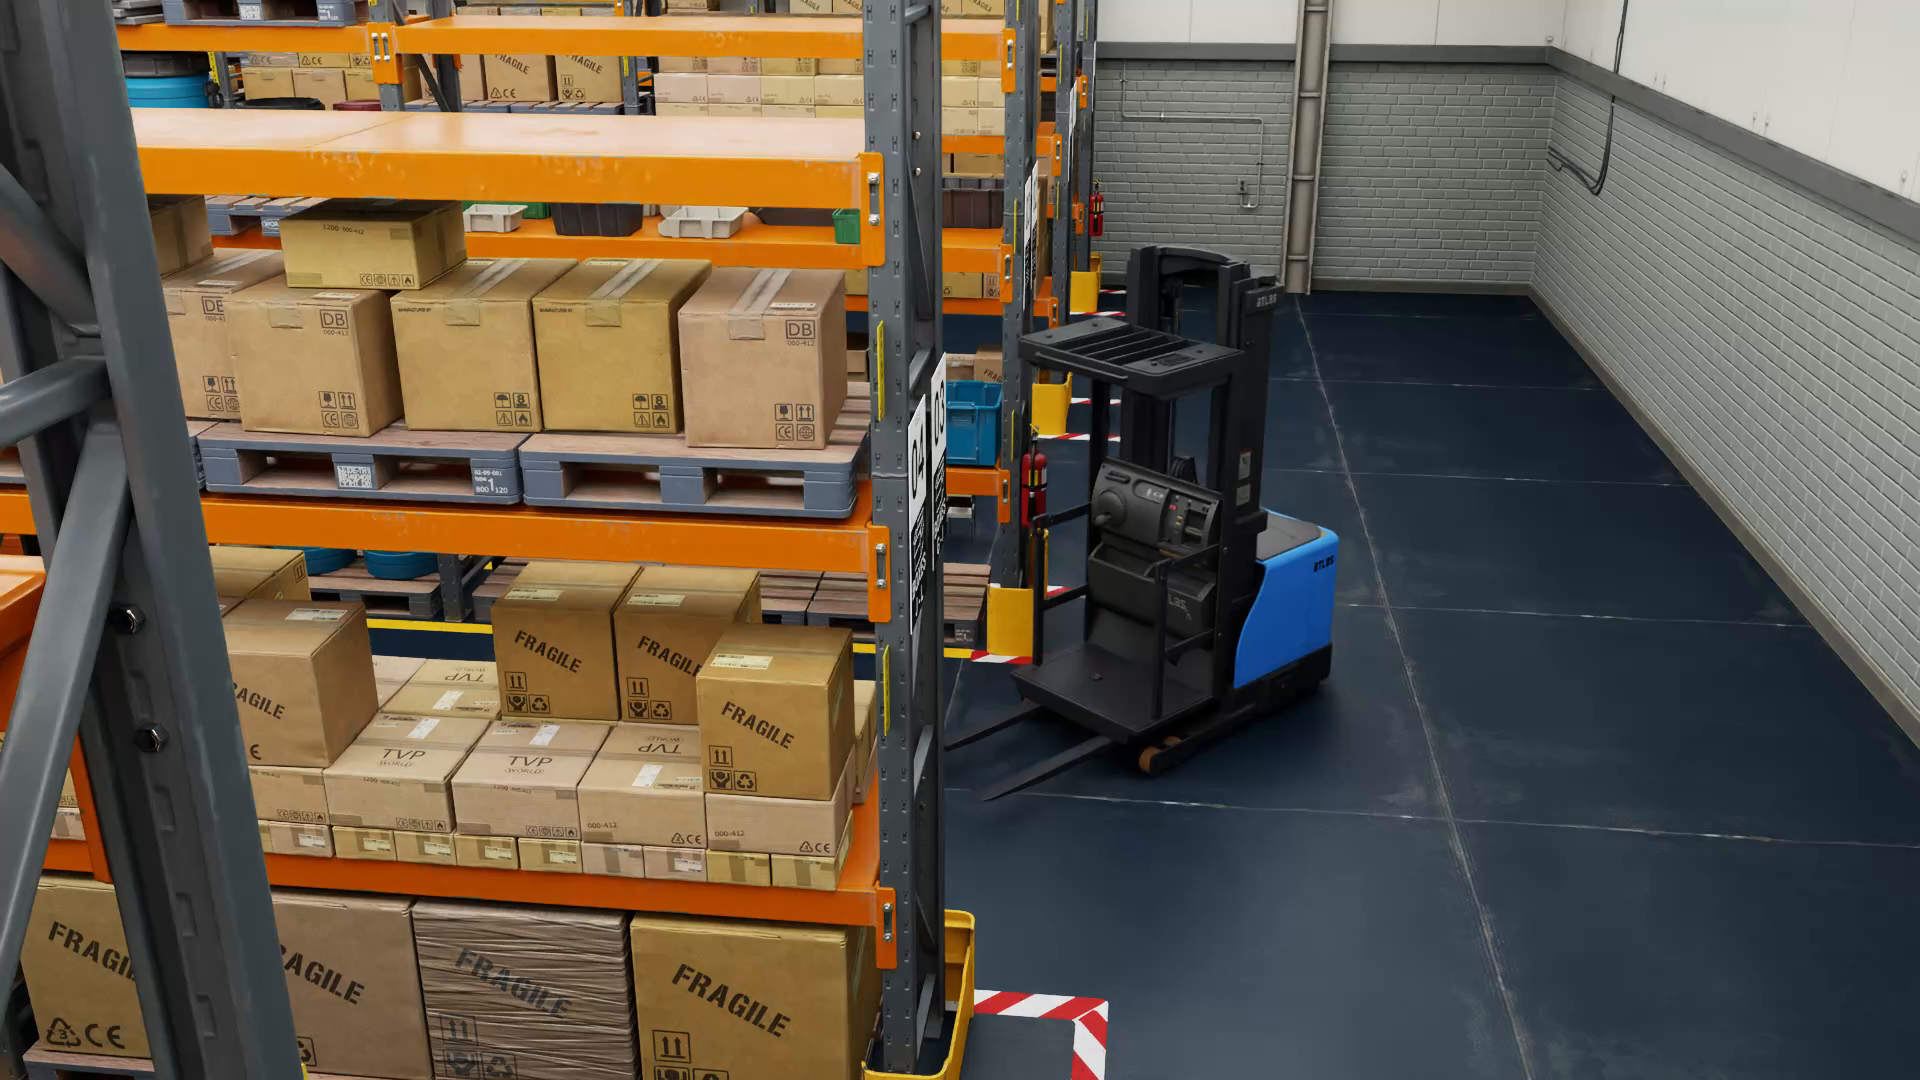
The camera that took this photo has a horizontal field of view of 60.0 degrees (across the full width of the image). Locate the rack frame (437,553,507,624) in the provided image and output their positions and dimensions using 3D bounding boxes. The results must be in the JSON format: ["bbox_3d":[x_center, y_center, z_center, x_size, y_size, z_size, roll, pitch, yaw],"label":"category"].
[{"bbox_3d":[-3.579,-0.981,11.840,0.127,3.000,1.000,2,22,6],"label":"rack frame"}]

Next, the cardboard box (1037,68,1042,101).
[{"bbox_3d":[0.501,-4.291,15.657,0.500,0.250,0.500,2,22,6],"label":"cardboard box"}]

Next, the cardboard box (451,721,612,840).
[{"bbox_3d":[-1.711,0.964,6.721,0.500,0.250,0.500,2,22,4],"label":"cardboard box"}]

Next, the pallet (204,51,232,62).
[{"bbox_3d":[-9.757,-6.186,21.182,1.003,0.211,1.213,2,22,6],"label":"pallet"}]

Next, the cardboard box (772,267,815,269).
[{"bbox_3d":[-1.513,-2.670,15.979,0.500,0.500,0.500,2,22,6],"label":"cardboard box"}]

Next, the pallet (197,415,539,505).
[{"bbox_3d":[-2.142,-0.433,6.496,1.213,0.211,1.003,2,22,6],"label":"pallet"}]

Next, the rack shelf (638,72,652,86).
[{"bbox_3d":[-4.399,-5.745,20.789,4.000,0.370,1.077,2,22,6],"label":"rack shelf"}]

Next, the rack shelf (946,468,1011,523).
[{"bbox_3d":[-1.593,-0.560,11.754,4.000,0.370,1.077,2,22,6],"label":"rack shelf"}]

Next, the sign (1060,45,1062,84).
[{"bbox_3d":[0.895,-4.221,14.752,0.005,0.325,0.100,2,22,6],"label":"sign"}]

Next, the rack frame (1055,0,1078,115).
[{"bbox_3d":[0.980,-5.406,14.874,0.127,3.000,1.000,2,22,6],"label":"rack frame"}]

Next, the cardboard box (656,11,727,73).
[{"bbox_3d":[-2.505,-4.688,15.643,0.500,0.500,0.700,2,22,6],"label":"cardboard box"}]

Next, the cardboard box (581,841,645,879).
[{"bbox_3d":[-1.338,1.189,6.693,0.250,0.149,0.380,3,22,7],"label":"cardboard box"}]

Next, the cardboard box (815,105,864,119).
[{"bbox_3d":[-1.049,-3.937,15.443,0.500,0.250,0.500,2,22,6],"label":"cardboard box"}]

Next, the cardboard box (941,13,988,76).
[{"bbox_3d":[-0.018,-4.591,15.397,0.500,0.500,0.700,2,22,6],"label":"cardboard box"}]

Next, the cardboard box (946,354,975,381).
[{"bbox_3d":[-0.023,-1.690,16.777,0.500,0.250,0.500,2,22,6],"label":"cardboard box"}]

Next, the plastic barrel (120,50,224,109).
[{"bbox_3d":[-5.291,-2.822,11.165,0.708,0.901,0.600,2,22,6],"label":"plastic barrel"}]

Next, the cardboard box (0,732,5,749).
[{"bbox_3d":[-3.716,0.524,6.813,0.500,0.500,0.500,2,22,6],"label":"cardboard box"}]

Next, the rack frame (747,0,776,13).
[{"bbox_3d":[-2.413,-7.388,19.887,0.127,3.000,1.000,2,22,6],"label":"rack frame"}]

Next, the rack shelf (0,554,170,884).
[{"bbox_3d":[-2.859,0.267,1.508,4.000,0.370,1.077,2,22,6],"label":"rack shelf"}]

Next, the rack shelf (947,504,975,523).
[{"bbox_3d":[0.008,-0.220,13.352,0.200,0.077,0.258,2,22,6],"label":"rack shelf"}]

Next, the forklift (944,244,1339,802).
[{"bbox_3d":[1.017,-0.179,9.906,3.031,2.935,1.130,-19,28,-39],"label":"forklift"}]

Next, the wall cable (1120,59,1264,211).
[{"bbox_3d":[2.942,-5.187,21.098,1.851,1.984,0.084,2,22,6],"label":"wall cable"}]

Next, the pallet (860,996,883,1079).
[{"bbox_3d":[-0.993,2.292,7.356,1.213,0.211,1.003,2,22,6],"label":"pallet"}]

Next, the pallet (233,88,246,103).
[{"bbox_3d":[-7.649,-4.266,16.327,1.003,0.211,1.213,3,22,9],"label":"pallet"}]

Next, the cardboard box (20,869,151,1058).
[{"bbox_3d":[-3.515,1.678,7.434,0.875,0.875,0.875,2,22,6],"label":"cardboard box"}]

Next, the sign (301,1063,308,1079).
[{"bbox_3d":[-0.810,0.808,2.048,0.005,0.325,0.100,2,22,6],"label":"sign"}]

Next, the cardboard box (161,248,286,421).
[{"bbox_3d":[-2.844,-0.819,6.508,0.500,0.500,0.700,4,22,9],"label":"cardboard box"}]

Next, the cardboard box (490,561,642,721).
[{"bbox_3d":[-1.646,0.422,7.071,0.500,0.500,0.500,2,22,5],"label":"cardboard box"}]

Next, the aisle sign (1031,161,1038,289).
[{"bbox_3d":[0.500,-2.122,11.191,0.004,0.787,0.394,2,22,6],"label":"aisle sign"}]

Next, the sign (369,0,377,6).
[{"bbox_3d":[-3.645,-3.473,10.268,0.005,0.325,0.100,2,22,6],"label":"sign"}]

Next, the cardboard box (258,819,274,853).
[{"bbox_3d":[-2.869,1.123,6.861,0.250,0.149,0.380,2,22,6],"label":"cardboard box"}]

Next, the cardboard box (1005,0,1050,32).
[{"bbox_3d":[0.801,-6.272,19.622,0.500,0.500,0.500,2,22,6],"label":"cardboard box"}]

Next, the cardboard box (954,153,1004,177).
[{"bbox_3d":[0.328,-4.610,20.612,0.700,0.700,0.980,2,22,6],"label":"cardboard box"}]

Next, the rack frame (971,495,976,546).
[{"bbox_3d":[0.109,-0.414,13.262,0.006,0.900,0.240,2,22,6],"label":"rack frame"}]

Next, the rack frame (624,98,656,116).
[{"bbox_3d":[-2.992,-2.789,16.414,0.127,3.000,1.000,2,22,6],"label":"rack frame"}]

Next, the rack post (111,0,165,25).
[{"bbox_3d":[-5.604,-3.579,10.933,0.954,0.300,0.937,5,22,12],"label":"rack post"}]

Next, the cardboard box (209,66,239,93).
[{"bbox_3d":[-7.421,-4.482,16.249,0.500,0.250,0.500,1,22,2],"label":"cardboard box"}]

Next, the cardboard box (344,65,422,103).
[{"bbox_3d":[-5.504,-4.352,16.153,0.500,0.500,0.910,2,22,6],"label":"cardboard box"}]

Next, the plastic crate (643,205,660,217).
[{"bbox_3d":[-2.271,-2.337,11.550,0.466,0.136,0.293,2,22,6],"label":"plastic crate"}]

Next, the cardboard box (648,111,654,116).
[{"bbox_3d":[-3.858,-5.296,21.167,0.500,0.250,0.500,2,22,4],"label":"cardboard box"}]

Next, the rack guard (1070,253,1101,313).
[{"bbox_3d":[1.583,-3.261,21.009,0.348,0.500,1.175,2,22,6],"label":"rack guard"}]

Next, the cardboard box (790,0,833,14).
[{"bbox_3d":[-1.738,-6.380,19.895,0.500,0.500,0.500,2,22,6],"label":"cardboard box"}]

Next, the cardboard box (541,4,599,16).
[{"bbox_3d":[-4.816,-6.384,20.694,0.500,0.500,0.700,4,22,9],"label":"cardboard box"}]

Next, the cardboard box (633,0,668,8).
[{"bbox_3d":[-3.821,-6.697,20.465,0.500,0.250,0.500,2,22,5],"label":"cardboard box"}]

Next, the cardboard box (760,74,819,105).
[{"bbox_3d":[-1.546,-4.188,15.397,0.500,0.250,0.500,2,22,6],"label":"cardboard box"}]

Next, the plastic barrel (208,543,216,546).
[{"bbox_3d":[-5.942,-0.164,12.483,0.708,0.588,0.600,2,22,6],"label":"plastic barrel"}]

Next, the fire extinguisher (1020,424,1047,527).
[{"bbox_3d":[0.490,-0.426,11.049,0.183,0.674,0.296,2,22,6],"label":"fire extinguisher"}]

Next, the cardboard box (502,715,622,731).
[{"bbox_3d":[-1.650,0.770,7.212,0.500,0.250,0.500,2,22,4],"label":"cardboard box"}]

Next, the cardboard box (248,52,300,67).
[{"bbox_3d":[-6.532,-4.847,16.045,0.500,0.500,0.500,2,22,6],"label":"cardboard box"}]

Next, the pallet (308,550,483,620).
[{"bbox_3d":[-4.340,0.268,12.476,1.213,0.211,1.003,2,22,6],"label":"pallet"}]

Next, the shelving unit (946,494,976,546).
[{"bbox_3d":[0.008,-0.418,13.273,0.210,0.900,0.258,2,22,6],"label":"shelving unit"}]

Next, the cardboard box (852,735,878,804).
[{"bbox_3d":[-0.503,0.982,7.218,0.250,0.149,0.380,3,22,7],"label":"cardboard box"}]

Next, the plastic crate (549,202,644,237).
[{"bbox_3d":[-2.377,-2.161,10.924,0.590,0.269,0.497,2,22,6],"label":"plastic crate"}]
